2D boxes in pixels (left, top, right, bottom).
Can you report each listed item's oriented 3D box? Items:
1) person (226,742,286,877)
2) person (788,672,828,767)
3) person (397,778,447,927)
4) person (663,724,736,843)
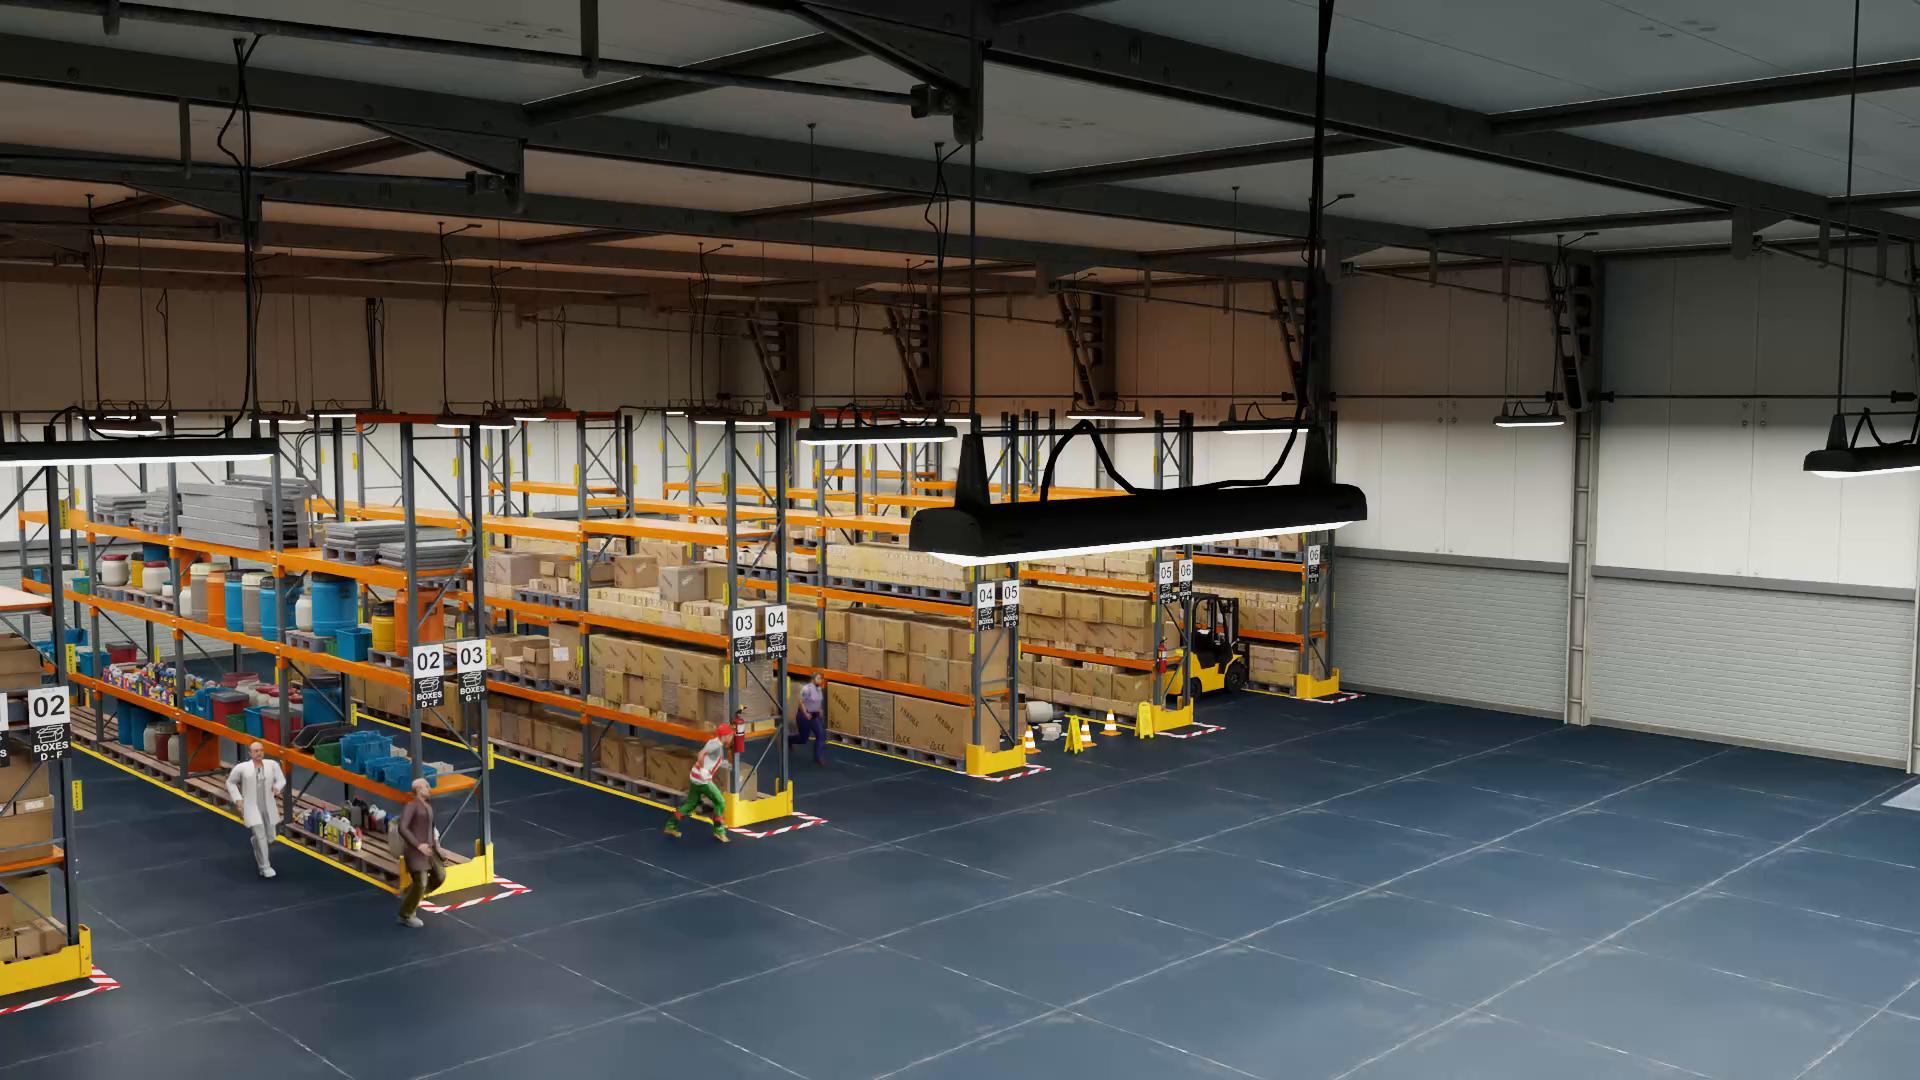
[{"bbox_3d":[-9.298,3.537,22.018,0.711,1.750,0.884,-4,6,-40],"label":"person"},{"bbox_3d":[-2.631,3.070,28.628,0.920,1.646,0.606,4,6,36],"label":"person"},{"bbox_3d":[-6.472,3.742,20.064,0.525,1.721,0.772,1,5,11],"label":"person"},{"bbox_3d":[-3.681,3.474,23.496,1.051,1.731,0.706,-1,5,-11],"label":"person"}]
